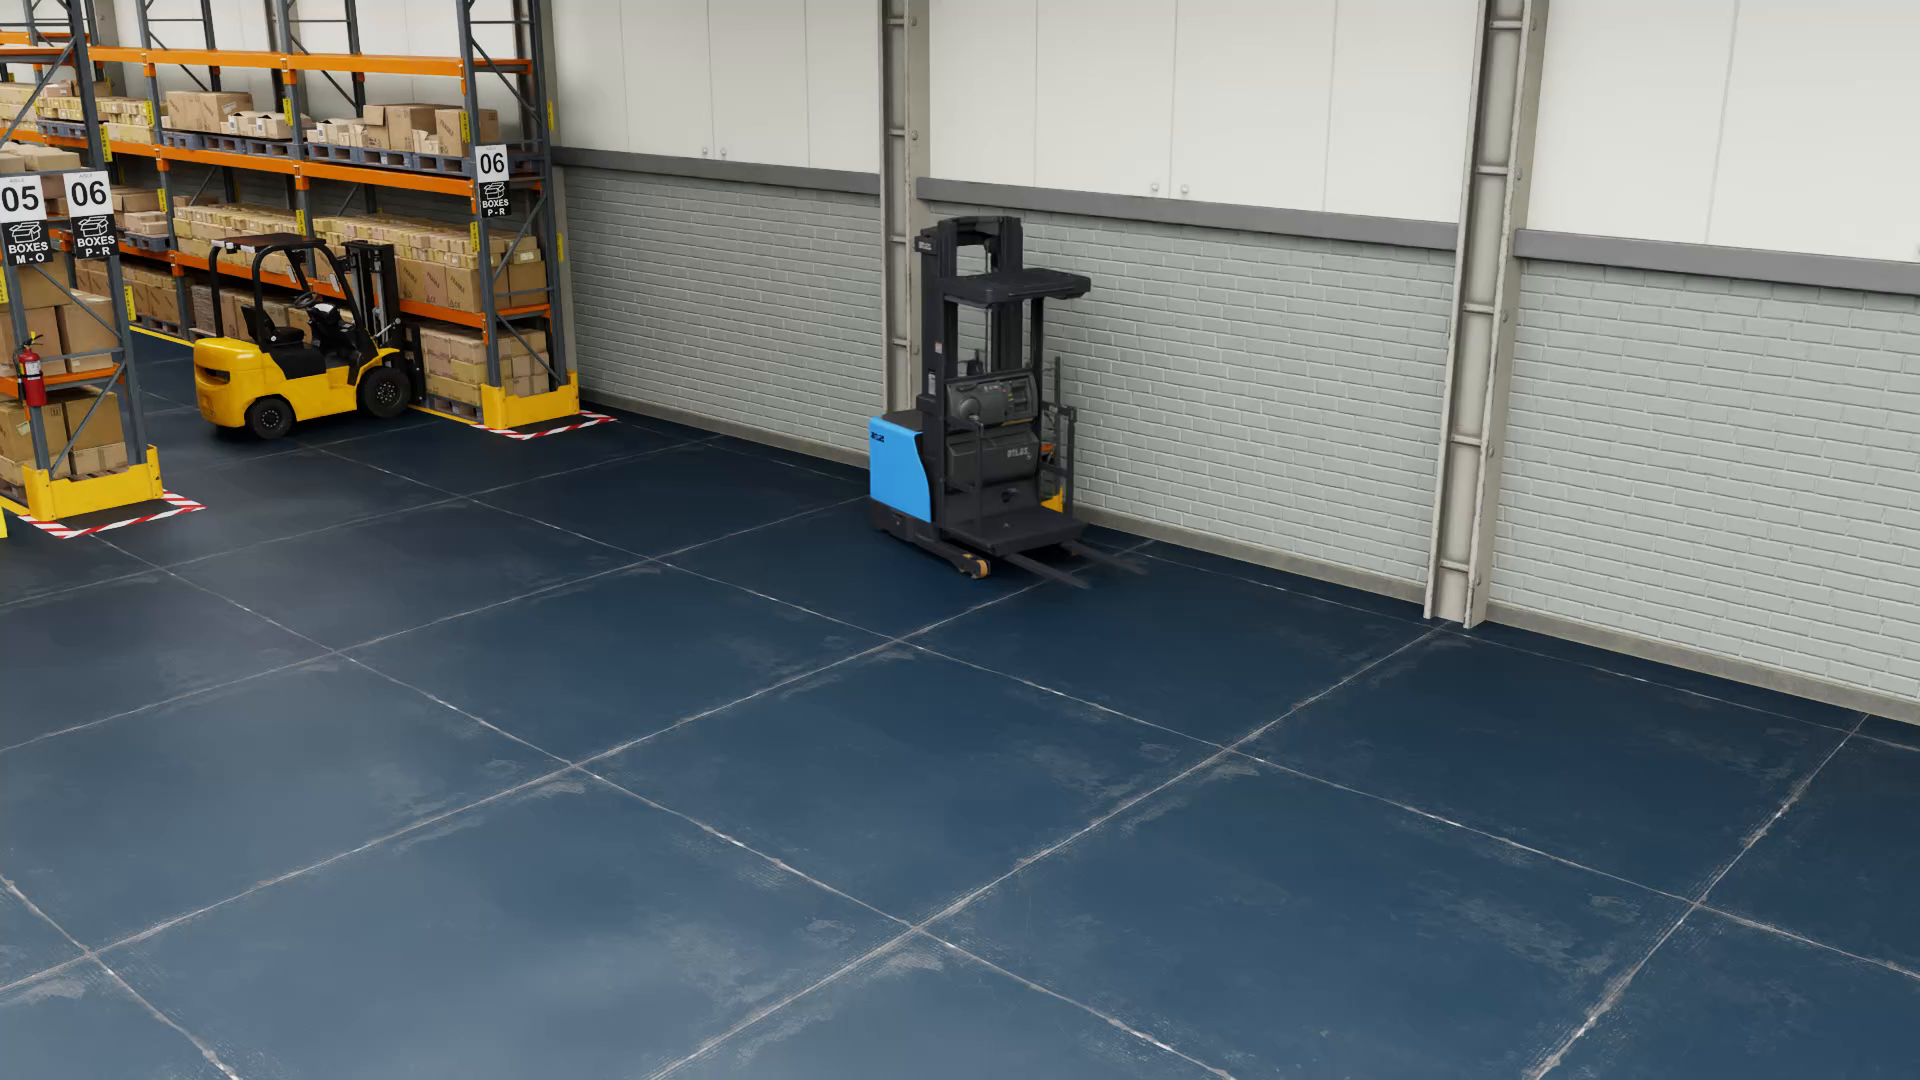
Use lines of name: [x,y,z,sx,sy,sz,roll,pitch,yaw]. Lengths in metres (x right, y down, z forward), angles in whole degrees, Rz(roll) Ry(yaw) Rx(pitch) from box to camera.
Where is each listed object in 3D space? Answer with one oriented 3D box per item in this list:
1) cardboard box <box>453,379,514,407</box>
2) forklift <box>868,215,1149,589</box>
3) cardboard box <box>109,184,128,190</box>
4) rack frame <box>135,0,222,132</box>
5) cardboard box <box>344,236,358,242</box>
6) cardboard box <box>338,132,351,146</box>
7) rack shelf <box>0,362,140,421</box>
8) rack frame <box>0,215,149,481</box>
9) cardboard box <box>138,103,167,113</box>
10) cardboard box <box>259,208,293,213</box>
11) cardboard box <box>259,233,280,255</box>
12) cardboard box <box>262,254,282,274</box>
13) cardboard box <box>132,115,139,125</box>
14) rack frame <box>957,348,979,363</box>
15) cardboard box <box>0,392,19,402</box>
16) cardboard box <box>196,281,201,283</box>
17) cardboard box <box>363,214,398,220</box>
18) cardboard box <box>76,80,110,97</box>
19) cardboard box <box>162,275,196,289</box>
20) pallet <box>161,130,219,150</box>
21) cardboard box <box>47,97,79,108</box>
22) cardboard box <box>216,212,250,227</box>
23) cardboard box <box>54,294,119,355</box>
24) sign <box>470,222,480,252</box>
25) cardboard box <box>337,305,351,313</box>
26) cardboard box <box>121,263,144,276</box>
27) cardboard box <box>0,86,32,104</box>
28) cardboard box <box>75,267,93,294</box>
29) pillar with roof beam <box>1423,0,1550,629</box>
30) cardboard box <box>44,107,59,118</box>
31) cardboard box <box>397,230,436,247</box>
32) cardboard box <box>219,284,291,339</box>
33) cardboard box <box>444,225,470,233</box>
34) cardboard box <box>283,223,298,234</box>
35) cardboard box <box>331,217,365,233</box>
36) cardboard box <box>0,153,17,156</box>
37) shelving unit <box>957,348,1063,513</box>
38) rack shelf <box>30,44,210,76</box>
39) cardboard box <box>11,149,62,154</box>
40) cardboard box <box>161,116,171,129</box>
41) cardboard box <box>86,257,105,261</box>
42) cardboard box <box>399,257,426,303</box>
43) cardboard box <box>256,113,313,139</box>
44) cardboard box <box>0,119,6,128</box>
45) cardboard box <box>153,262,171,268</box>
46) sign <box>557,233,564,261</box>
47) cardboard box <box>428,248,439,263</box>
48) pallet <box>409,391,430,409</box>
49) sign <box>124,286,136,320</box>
cardboard box: [-5.660,-1.785,19.767,0.500,0.250,0.500,15,23,40]
forklift: [0.407,-1.230,14.280,1.130,2.935,3.031,-12,21,-33]
cardboard box: [-13.473,-5.278,26.063,0.500,0.500,0.700,15,23,40]
rack frame: [-11.082,-7.338,23.497,0.127,3.000,1.000,15,23,39]
cardboard box: [-7.483,-3.745,20.854,0.250,0.149,0.380,16,23,40]
cardboard box: [-7.382,-4.920,20.392,0.250,0.149,0.380,16,24,41]
rack shelf: [-9.886,-1.808,17.176,4.000,0.370,1.077,15,23,39]
rack frame: [-8.391,-1.749,15.802,0.127,3.000,1.000,15,23,39]
cardboard box: [-11.662,-6.248,24.116,0.250,0.149,0.380,14,22,37]
cardboard box: [-9.666,-4.588,23.511,0.250,0.149,0.380,15,23,38]
cardboard box: [-9.017,-3.985,22.269,0.500,0.250,0.500,14,23,38]
cardboard box: [-9.021,-3.746,22.343,0.500,0.250,0.500,15,23,39]
cardboard box: [-11.868,-6.159,24.328,0.250,0.149,0.380,16,23,40]
rack frame: [0.012,-1.094,16.189,0.032,1.500,0.500,11,18,41]
cardboard box: [-9.482,-1.465,16.448,0.250,0.149,0.380,16,24,41]
cardboard box: [-11.565,-3.739,25.510,0.500,0.500,0.500,15,23,39]
cardboard box: [-7.491,-4.119,21.540,0.250,0.149,0.380,14,23,38]
cardboard box: [-13.580,-7.088,26.044,0.258,0.266,0.396,15,23,39]
cardboard box: [-11.620,-3.839,24.752,0.250,0.149,0.380,14,22,37]
pallet: [-10.515,-5.703,23.613,1.003,0.211,1.213,16,24,42]
cardboard box: [-13.895,-6.785,25.776,0.250,0.149,0.380,16,23,40]
cardboard box: [-10.067,-4.448,23.070,0.250,0.149,0.380,16,23,40]
cardboard box: [-8.561,-2.096,16.239,0.500,0.500,0.500,15,23,38]
sign: [-5.469,-3.417,18.754,0.005,0.325,0.100,15,23,39]
cardboard box: [-7.937,-2.874,21.545,0.500,0.250,0.500,15,23,38]
cardboard box: [-12.964,-4.220,25.953,0.250,0.149,0.380,16,24,41]
cardboard box: [-15.370,-7.271,27.172,0.500,0.250,0.500,16,23,40]
cardboard box: [-13.862,-4.143,26.783,0.500,0.500,0.500,16,24,42]
pillar with roof beam: [1.097,-2.692,8.857,0.400,9.000,9.100,15,23,39]
cardboard box: [-13.944,-6.630,25.779,0.250,0.149,0.380,15,23,40]
cardboard box: [-6.528,-3.629,19.997,0.250,0.149,0.380,16,23,40]
cardboard box: [-10.131,-3.289,23.888,0.625,0.625,0.875,16,24,41]
cardboard box: [-6.108,-3.772,20.448,0.250,0.149,0.380,14,23,38]
cardboard box: [-8.698,-4.099,21.968,0.250,0.149,0.380,15,23,38]
cardboard box: [-7.782,-4.015,21.214,0.250,0.149,0.380,15,23,40]
cardboard box: [-9.007,-3.501,15.460,0.250,0.149,0.380,16,23,40]
shelving unit: [0.384,-1.018,15.865,1.083,1.500,0.587,11,18,41]
rack shelf: [-12.578,-7.206,24.931,4.000,0.370,1.077,15,23,39]
cardboard box: [-8.866,-3.668,15.986,0.250,0.149,0.380,15,23,39]
cardboard box: [-11.023,-5.906,23.470,0.250,0.166,0.380,15,23,39]
cardboard box: [-13.756,-4.568,26.559,0.250,0.149,0.380,14,22,37]
cardboard box: [-6.406,-3.169,20.111,0.500,0.500,0.500,14,23,38]
cardboard box: [-8.793,-5.401,21.639,0.500,0.311,0.500,14,22,38]
cardboard box: [-15.710,-6.900,27.489,0.250,0.149,0.380,16,23,40]
cardboard box: [-12.442,-4.283,26.154,0.250,0.149,0.380,14,22,37]
sign: [-4.726,-3.447,19.592,0.005,0.325,0.100,15,23,39]
cardboard box: [-6.086,-3.399,19.762,0.250,0.149,0.380,15,23,39]
pallet: [-6.607,-1.933,20.991,1.213,0.211,1.003,15,23,39]
sign: [-8.031,-2.284,16.058,0.005,0.325,0.100,15,23,39]
